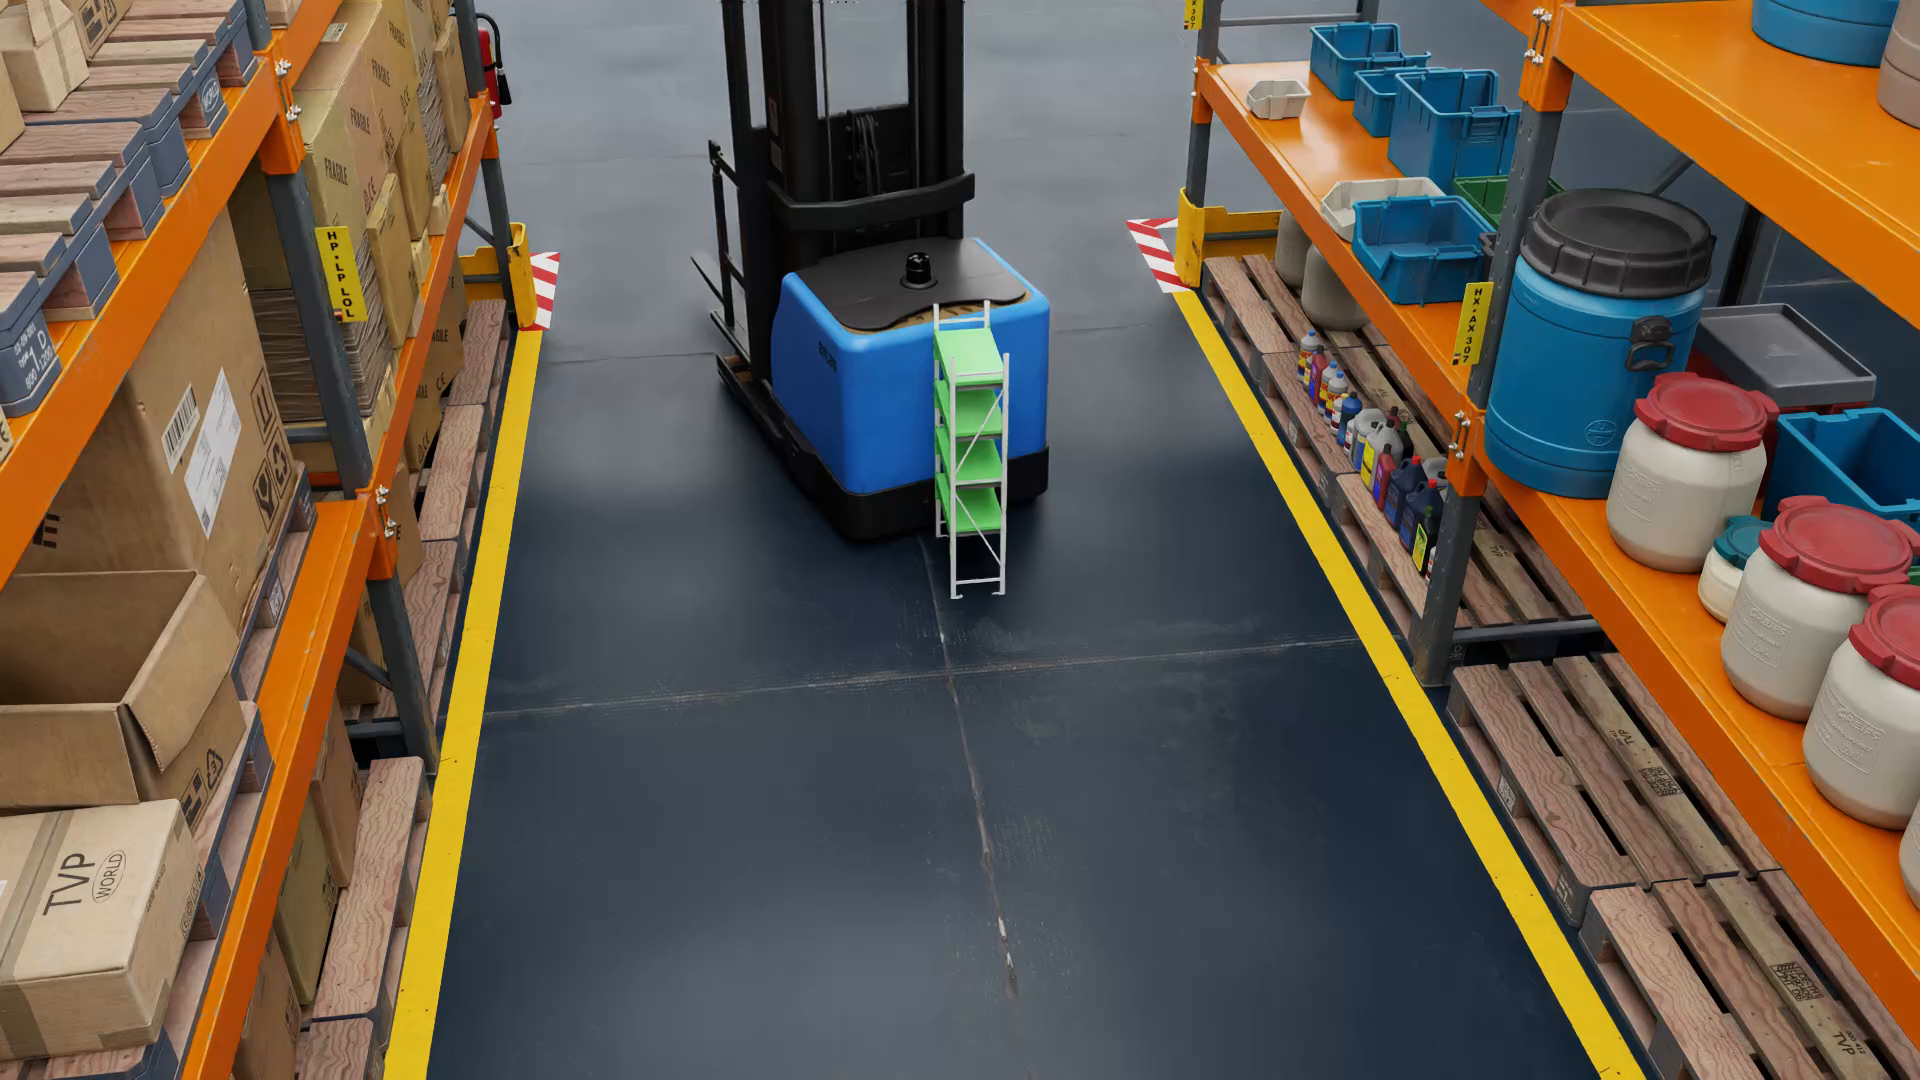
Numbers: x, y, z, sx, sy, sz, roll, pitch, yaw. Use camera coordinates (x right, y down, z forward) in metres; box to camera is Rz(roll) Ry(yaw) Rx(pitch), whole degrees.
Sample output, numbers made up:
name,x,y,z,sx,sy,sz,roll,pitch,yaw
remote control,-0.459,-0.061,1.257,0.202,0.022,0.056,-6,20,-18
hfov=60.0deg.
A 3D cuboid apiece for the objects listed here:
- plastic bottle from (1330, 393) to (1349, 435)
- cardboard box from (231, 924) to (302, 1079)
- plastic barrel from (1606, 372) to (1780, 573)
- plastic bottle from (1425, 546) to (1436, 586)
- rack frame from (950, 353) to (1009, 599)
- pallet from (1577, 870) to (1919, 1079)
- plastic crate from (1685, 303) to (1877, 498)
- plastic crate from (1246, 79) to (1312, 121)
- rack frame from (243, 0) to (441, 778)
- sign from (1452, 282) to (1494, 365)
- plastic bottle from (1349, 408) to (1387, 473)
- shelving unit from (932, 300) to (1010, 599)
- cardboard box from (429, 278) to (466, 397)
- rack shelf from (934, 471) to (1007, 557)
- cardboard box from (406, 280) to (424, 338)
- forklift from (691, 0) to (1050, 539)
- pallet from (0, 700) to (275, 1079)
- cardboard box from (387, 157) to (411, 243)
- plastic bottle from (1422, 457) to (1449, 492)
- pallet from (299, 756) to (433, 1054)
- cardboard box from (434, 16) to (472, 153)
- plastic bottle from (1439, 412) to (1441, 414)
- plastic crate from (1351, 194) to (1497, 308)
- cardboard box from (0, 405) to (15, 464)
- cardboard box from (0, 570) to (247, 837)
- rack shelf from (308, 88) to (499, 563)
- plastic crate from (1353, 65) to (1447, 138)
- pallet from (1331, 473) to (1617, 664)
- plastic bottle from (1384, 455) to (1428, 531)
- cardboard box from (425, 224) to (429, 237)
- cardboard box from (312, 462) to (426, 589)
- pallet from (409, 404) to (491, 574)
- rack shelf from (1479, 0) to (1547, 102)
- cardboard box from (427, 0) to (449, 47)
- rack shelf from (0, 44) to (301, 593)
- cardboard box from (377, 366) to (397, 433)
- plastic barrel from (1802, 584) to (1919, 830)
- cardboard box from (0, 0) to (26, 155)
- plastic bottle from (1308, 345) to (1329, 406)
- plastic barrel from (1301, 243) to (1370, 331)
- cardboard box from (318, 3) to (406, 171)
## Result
name,x,y,z,sx,sy,sz,roll,pitch,yaw
plastic bottle,1.859,-0.616,8.085,0.097,0.201,0.097,0,34,0
cardboard box,-2.336,1.454,4.782,0.700,0.500,0.500,-7,35,-10
plastic barrel,2.301,-0.202,5.263,0.433,0.535,0.433,0,34,0
plastic bottle,2.032,0.099,7.035,0.097,0.201,0.097,0,34,0
rack frame,0.079,-0.247,7.046,0.240,1.200,0.015,-5,35,-7
pallet,2.701,1.573,5.254,1.003,0.211,1.213,-4,35,-6
plastic crate,2.758,-0.476,5.728,0.402,0.464,0.583,-4,35,-6
plastic crate,1.653,-2.296,8.690,0.298,0.136,0.250,-4,35,-6
rack frame,-2.519,-0.322,5.558,1.000,3.000,0.127,-4,35,-6
sign,1.843,-0.776,5.979,0.100,0.325,0.005,-4,35,-6
plastic bottle,1.930,-0.469,7.802,0.152,0.276,0.135,-4,34,-6
shelving unit,0.043,-0.383,7.246,0.258,1.200,0.503,-5,35,-7
cardboard box,-2.875,-1.014,8.420,0.500,0.500,0.500,4,35,6
rack shelf,0.043,-0.131,7.417,0.258,0.148,0.480,-5,35,-7
cardboard box,-2.367,-0.920,6.659,0.380,0.149,0.250,-4,35,-6
forklift,-0.654,-2.033,8.131,1.130,2.935,3.031,-15,37,-20
pallet,-2.288,0.888,3.953,1.003,0.211,1.213,-4,35,-6
cardboard box,-2.717,-1.295,6.633,0.875,0.500,0.500,-4,35,-6
plastic bottle,2.135,-0.223,7.441,0.152,0.276,0.135,-4,35,-6
pallet,-2.413,1.265,5.706,1.003,0.211,1.213,-4,35,-6
cardboard box,-2.824,-2.139,7.872,0.875,0.500,0.500,-4,35,-6
plastic bottle,2.437,-0.723,8.241,0.097,0.201,0.097,0,34,0
plastic crate,1.971,-1.232,7.027,0.499,0.251,0.616,-4,35,-6
cardboard box,-1.939,-0.121,2.734,0.500,0.250,0.500,-4,34,-5
cardboard box,-2.194,0.423,4.002,0.797,0.503,0.637,-1,34,-1
rack shelf,-2.788,-1.140,7.398,1.077,0.370,4.000,-4,35,-6
plastic crate,2.297,-2.248,8.517,0.499,0.251,0.408,-4,35,-6
pallet,2.340,0.078,7.448,1.003,0.211,1.213,-4,35,-6
plastic bottle,1.991,-0.228,7.383,0.144,0.351,0.185,-6,35,-9
cardboard box,-2.543,-1.333,7.265,0.380,0.149,0.250,-4,35,-6
cardboard box,-2.617,-0.007,6.944,0.500,0.500,0.500,6,35,9
pallet,-2.811,-0.224,7.891,1.003,0.211,1.213,-4,35,-6
rack shelf,2.120,-2.755,7.104,1.077,0.370,4.000,-4,35,-6
cardboard box,-2.665,-2.564,7.608,0.500,0.500,0.500,-4,35,-6
rack shelf,-2.250,-0.148,3.278,1.077,0.370,4.000,-4,35,-6
cardboard box,-2.270,-0.501,6.045,0.380,0.149,0.250,-4,35,-6
plastic barrel,2.457,0.449,4.308,0.433,0.535,0.433,0,34,0
cardboard box,-2.426,-0.982,3.399,0.797,0.503,0.637,-3,34,-4
plastic bottle,1.799,-0.825,8.318,0.061,0.283,0.133,-4,34,-6
plastic barrel,2.083,-1.433,9.026,0.421,0.512,0.421,0,34,0
cardboard box,-2.463,-1.727,6.380,0.500,0.500,0.500,-4,35,-6
